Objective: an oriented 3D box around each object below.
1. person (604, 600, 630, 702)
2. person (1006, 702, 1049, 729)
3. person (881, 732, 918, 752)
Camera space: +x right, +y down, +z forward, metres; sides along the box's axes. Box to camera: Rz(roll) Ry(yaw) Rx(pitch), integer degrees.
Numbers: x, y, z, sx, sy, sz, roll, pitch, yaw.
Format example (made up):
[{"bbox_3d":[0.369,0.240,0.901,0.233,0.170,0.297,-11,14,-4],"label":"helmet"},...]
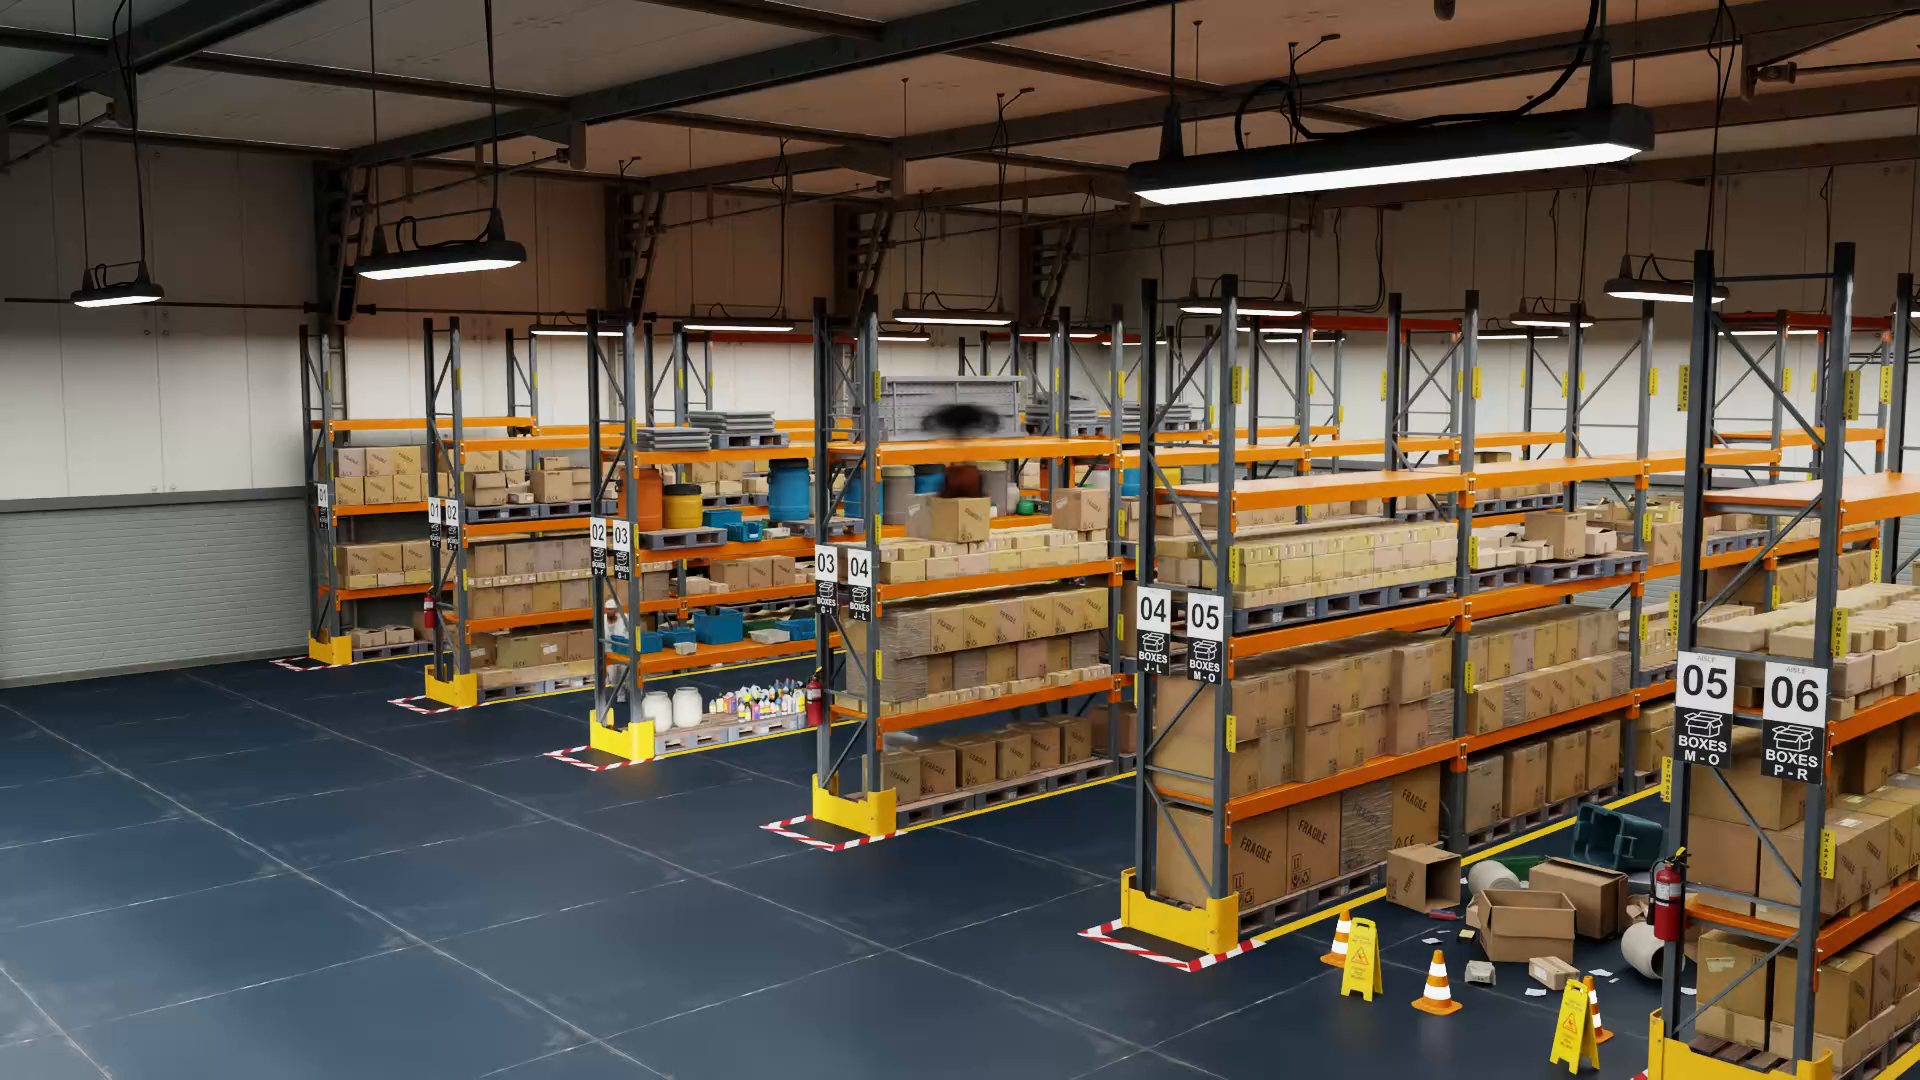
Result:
[{"bbox_3d":[-5.316,1.736,25.805,0.701,1.668,0.771,1,6,6],"label":"person"},{"bbox_3d":[0.967,1.910,24.056,0.733,1.695,0.575,-5,8,-40],"label":"person"},{"bbox_3d":[-0.914,2.142,21.512,0.679,1.723,0.691,-4,7,-36],"label":"person"}]
